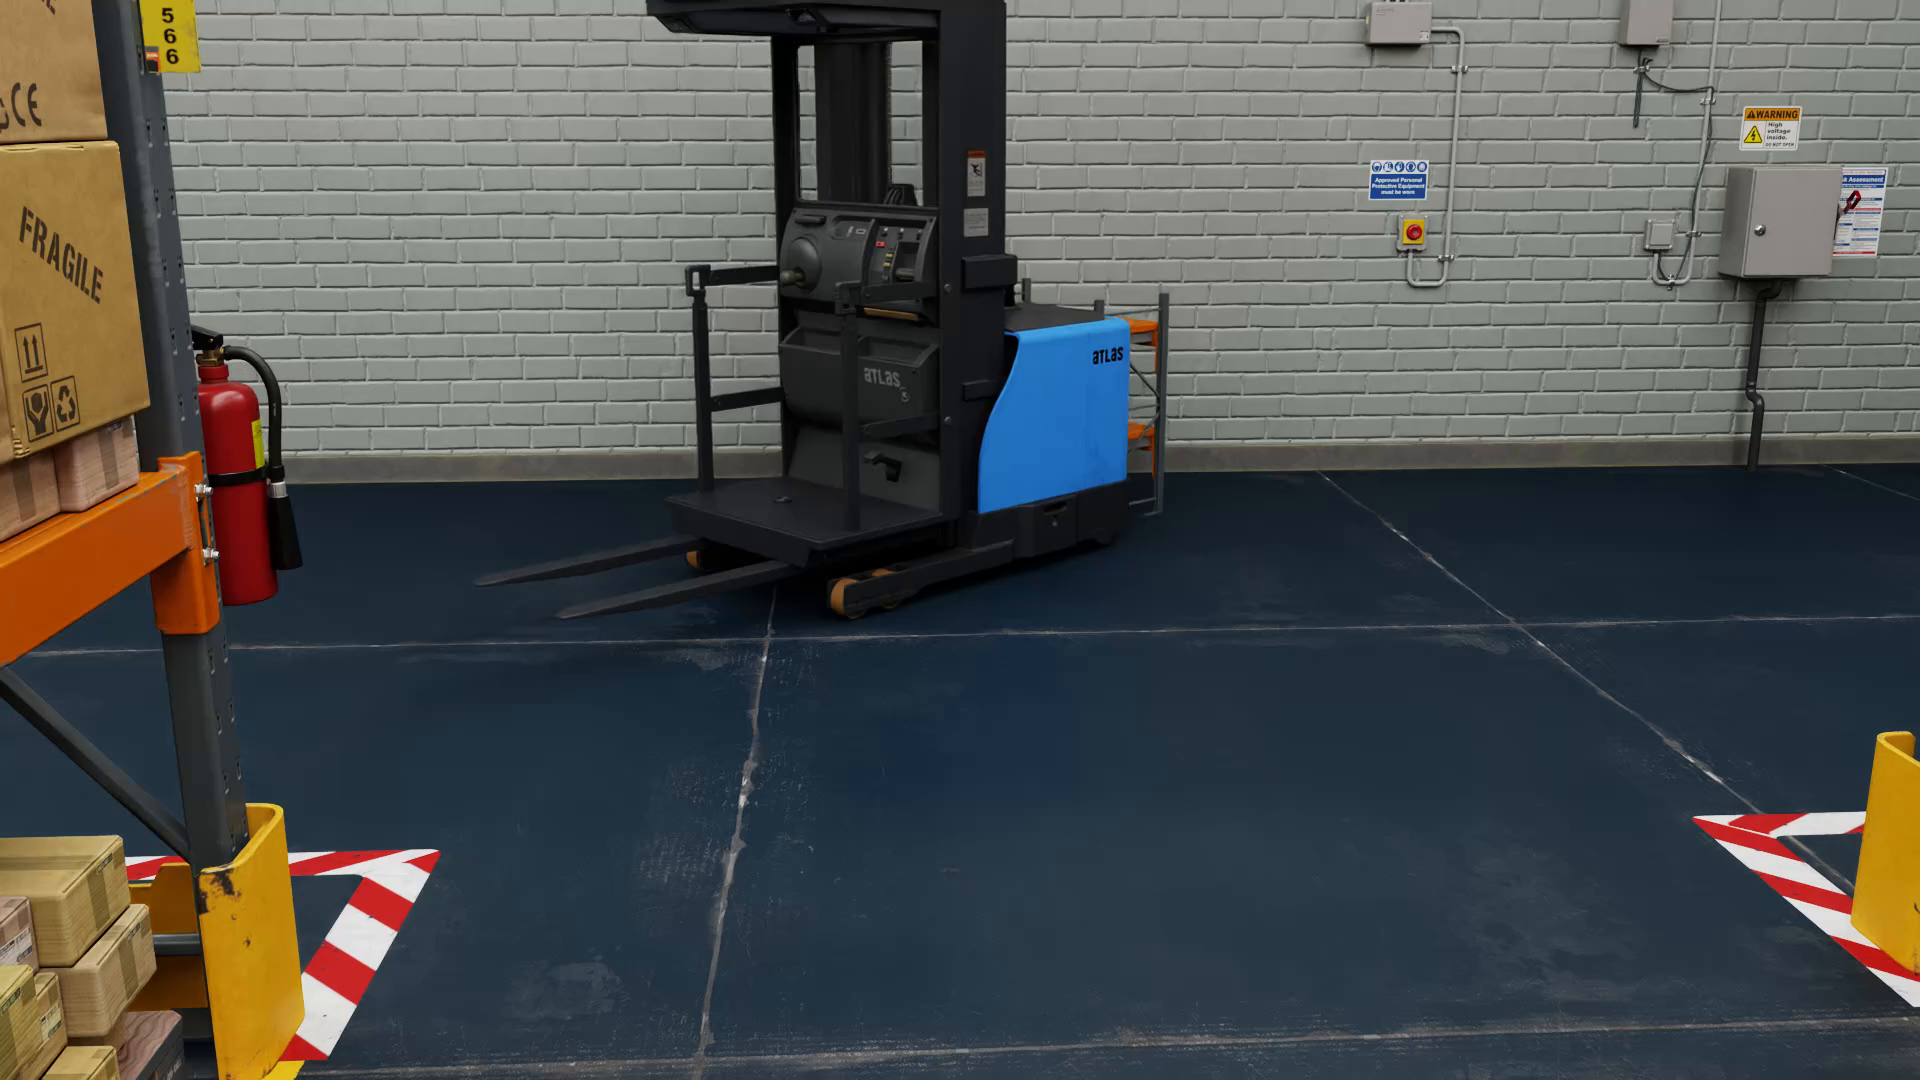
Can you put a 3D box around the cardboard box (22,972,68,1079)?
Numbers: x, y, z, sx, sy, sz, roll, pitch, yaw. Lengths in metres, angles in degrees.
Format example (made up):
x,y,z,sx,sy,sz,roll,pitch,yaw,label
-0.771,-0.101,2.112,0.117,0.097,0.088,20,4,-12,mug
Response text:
x,y,z,sx,sy,sz,roll,pitch,yaw,label
-1.798,0.879,2.870,0.380,0.149,0.250,-1,14,-5,cardboard box

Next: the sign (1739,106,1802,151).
x,y,z,sx,sy,sz,roll,pitch,yaw,label
4.522,-2.297,9.276,0.339,0.242,0.001,-1,14,-3,sign

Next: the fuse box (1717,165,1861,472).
x,y,z,sx,sy,sz,roll,pitch,yaw,label
4.590,-1.222,9.342,0.539,1.711,0.414,-1,14,-3,fuse box

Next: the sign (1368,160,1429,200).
x,y,z,sx,sy,sz,roll,pitch,yaw,label
2.432,-1.995,9.219,0.327,0.218,0.001,-1,14,-3,sign

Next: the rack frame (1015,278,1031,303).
x,y,z,sx,sy,sz,roll,pitch,yaw,label
0.187,-0.843,9.044,0.500,1.125,0.032,-12,19,-39,rack frame

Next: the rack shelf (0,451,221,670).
x,y,z,sx,sy,sz,roll,pitch,yaw,label
-1.954,0.499,1.510,1.077,0.370,4.000,-1,14,-3,rack shelf

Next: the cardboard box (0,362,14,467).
x,y,z,sx,sy,sz,roll,pitch,yaw,label
-1.766,-0.303,2.387,0.500,0.500,0.500,-1,14,-4,cardboard box

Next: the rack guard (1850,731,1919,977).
x,y,z,sx,sy,sz,roll,pitch,yaw,label
2.855,0.757,4.082,1.175,0.500,0.348,-1,14,-3,rack guard

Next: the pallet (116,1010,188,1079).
x,y,z,sx,sy,sz,roll,pitch,yaw,label
-2.058,1.225,2.840,1.003,0.211,1.213,-1,14,-3,pallet

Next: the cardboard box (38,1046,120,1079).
x,y,z,sx,sy,sz,roll,pitch,yaw,label
-1.720,1.021,2.917,0.380,0.149,0.250,0,14,-2,cardboard box

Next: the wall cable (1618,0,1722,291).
x,y,z,sx,sy,sz,roll,pitch,yaw,label
3.899,-2.367,9.167,0.588,1.984,0.122,-1,14,-3,wall cable

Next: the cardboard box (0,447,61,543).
x,y,z,sx,sy,sz,roll,pitch,yaw,label
-1.797,-0.086,2.844,0.380,0.149,0.250,-1,14,-4,cardboard box

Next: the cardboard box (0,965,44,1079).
x,y,z,sx,sy,sz,roll,pitch,yaw,label
-1.691,0.796,2.596,0.380,0.149,0.250,-1,14,-5,cardboard box

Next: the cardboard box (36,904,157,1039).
x,y,z,sx,sy,sz,roll,pitch,yaw,label
-1.760,0.814,3.126,0.380,0.149,0.250,-1,14,-5,cardboard box

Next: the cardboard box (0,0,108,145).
x,y,z,sx,sy,sz,roll,pitch,yaw,label
-1.801,-0.913,2.752,0.500,0.500,0.500,-1,14,-5,cardboard box

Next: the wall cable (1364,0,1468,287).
x,y,z,sx,sy,sz,roll,pitch,yaw,label
2.484,-2.357,9.066,0.585,1.953,0.123,-1,14,-3,wall cable

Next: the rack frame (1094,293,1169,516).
x,y,z,sx,sy,sz,roll,pitch,yaw,label
0.845,-0.650,8.294,0.500,1.125,0.032,-12,19,-39,rack frame

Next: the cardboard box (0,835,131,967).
x,y,z,sx,sy,sz,roll,pitch,yaw,label
-1.792,0.670,3.085,0.380,0.149,0.250,-1,14,-3,cardboard box

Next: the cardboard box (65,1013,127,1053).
x,y,z,sx,sy,sz,roll,pitch,yaw,label
-1.837,0.959,3.160,0.380,0.149,0.250,-1,14,-2,cardboard box

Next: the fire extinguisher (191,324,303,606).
x,y,z,sx,sy,sz,roll,pitch,yaw,label
-1.632,-0.198,3.680,0.296,0.674,0.183,-1,14,-3,fire extinguisher

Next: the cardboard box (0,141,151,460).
x,y,z,sx,sy,sz,roll,pitch,yaw,label
-1.793,-0.431,2.885,0.500,0.500,0.500,-1,14,-2,cardboard box

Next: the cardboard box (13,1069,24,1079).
x,y,z,sx,sy,sz,roll,pitch,yaw,label
-1.726,0.943,2.624,0.380,0.149,0.250,-1,15,-6,cardboard box

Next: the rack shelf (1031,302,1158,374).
x,y,z,sx,sy,sz,roll,pitch,yaw,label
0.516,-1.030,8.596,0.538,0.278,1.000,-12,19,-39,rack shelf

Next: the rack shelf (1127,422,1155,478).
x,y,z,sx,sy,sz,roll,pitch,yaw,label
0.516,-0.509,8.730,0.538,0.278,1.000,-12,19,-39,rack shelf

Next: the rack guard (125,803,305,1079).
x,y,z,sx,sy,sz,roll,pitch,yaw,label
-2.073,0.883,3.591,1.175,0.500,0.348,-1,14,-3,rack guard

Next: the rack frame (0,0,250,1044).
x,y,z,sx,sy,sz,roll,pitch,yaw,label
-2.078,-0.346,3.353,1.000,3.000,0.127,-1,14,-3,rack frame

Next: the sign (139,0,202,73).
x,y,z,sx,sy,sz,roll,pitch,yaw,label
-1.522,-1.064,3.183,0.100,0.325,0.005,-1,14,-3,sign

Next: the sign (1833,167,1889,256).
x,y,z,sx,sy,sz,roll,pitch,yaw,label
5.070,-1.859,9.423,0.329,0.494,0.001,-1,14,-3,sign

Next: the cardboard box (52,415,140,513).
x,y,z,sx,sy,sz,roll,pitch,yaw,label
-1.775,-0.148,3.086,0.380,0.149,0.250,-1,14,-3,cardboard box

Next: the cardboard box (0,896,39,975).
x,y,z,sx,sy,sz,roll,pitch,yaw,label
-1.834,0.734,2.839,0.380,0.149,0.250,-1,14,-2,cardboard box

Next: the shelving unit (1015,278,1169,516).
x,y,z,sx,sy,sz,roll,pitch,yaw,label
0.516,-0.746,8.669,0.538,1.125,1.048,-12,19,-39,shelving unit

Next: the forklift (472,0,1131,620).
x,y,z,sx,sy,sz,roll,pitch,yaw,label
-0.594,-1.243,6.974,3.031,2.935,1.130,-14,20,-43,forklift
